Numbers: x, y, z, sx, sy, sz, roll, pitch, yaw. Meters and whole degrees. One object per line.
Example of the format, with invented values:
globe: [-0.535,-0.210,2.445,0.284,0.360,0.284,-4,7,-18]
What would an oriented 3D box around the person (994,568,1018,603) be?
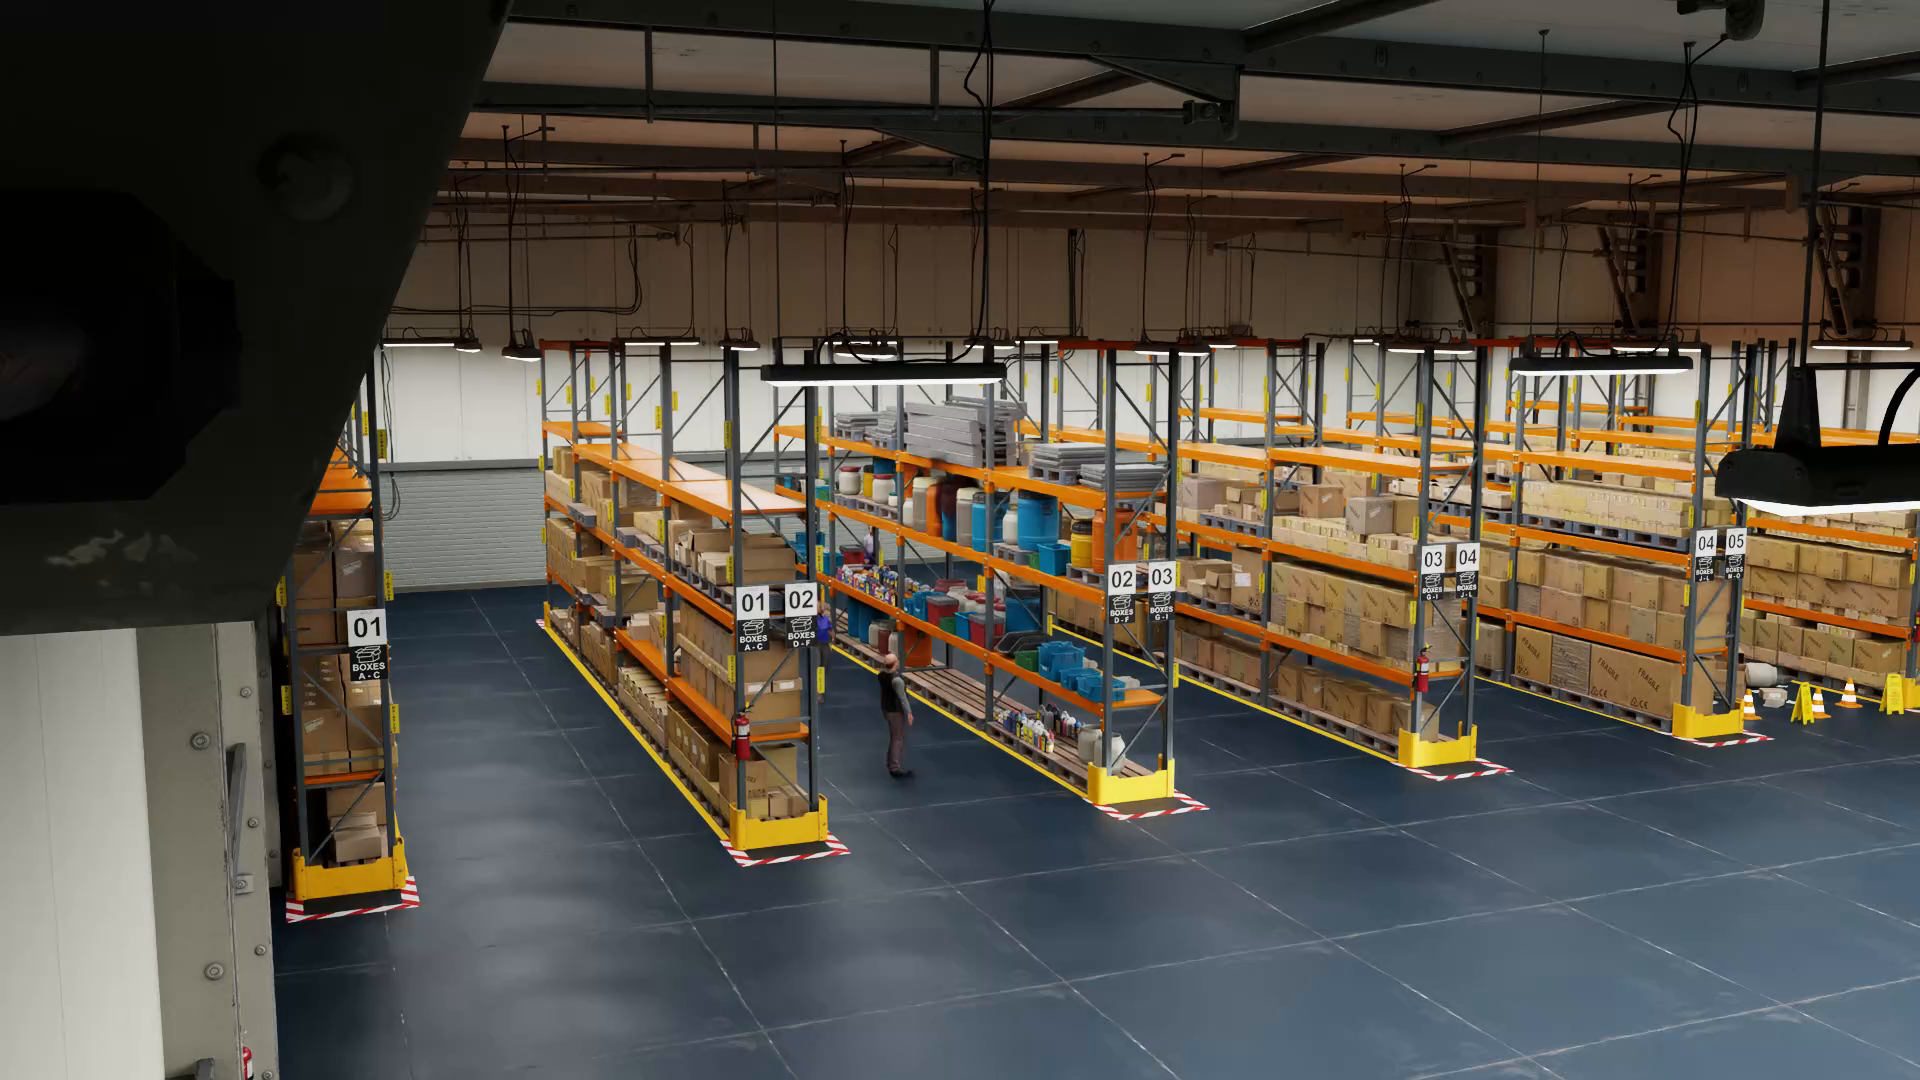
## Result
person: [0.907,1.036,34.601,0.560,1.725,0.744,-2,8,-17]

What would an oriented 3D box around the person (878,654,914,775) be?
person: [-0.909,2.469,23.409,0.450,1.774,0.548,-2,8,-16]

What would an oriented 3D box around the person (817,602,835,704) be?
person: [-2.396,1.871,28.013,0.613,1.678,0.722,-2,8,-18]

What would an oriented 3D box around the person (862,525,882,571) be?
person: [-2.043,0.451,39.054,0.478,1.658,0.492,6,10,40]

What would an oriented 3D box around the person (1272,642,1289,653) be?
person: [5.987,1.453,30.767,0.642,1.777,0.631,-1,7,-7]
